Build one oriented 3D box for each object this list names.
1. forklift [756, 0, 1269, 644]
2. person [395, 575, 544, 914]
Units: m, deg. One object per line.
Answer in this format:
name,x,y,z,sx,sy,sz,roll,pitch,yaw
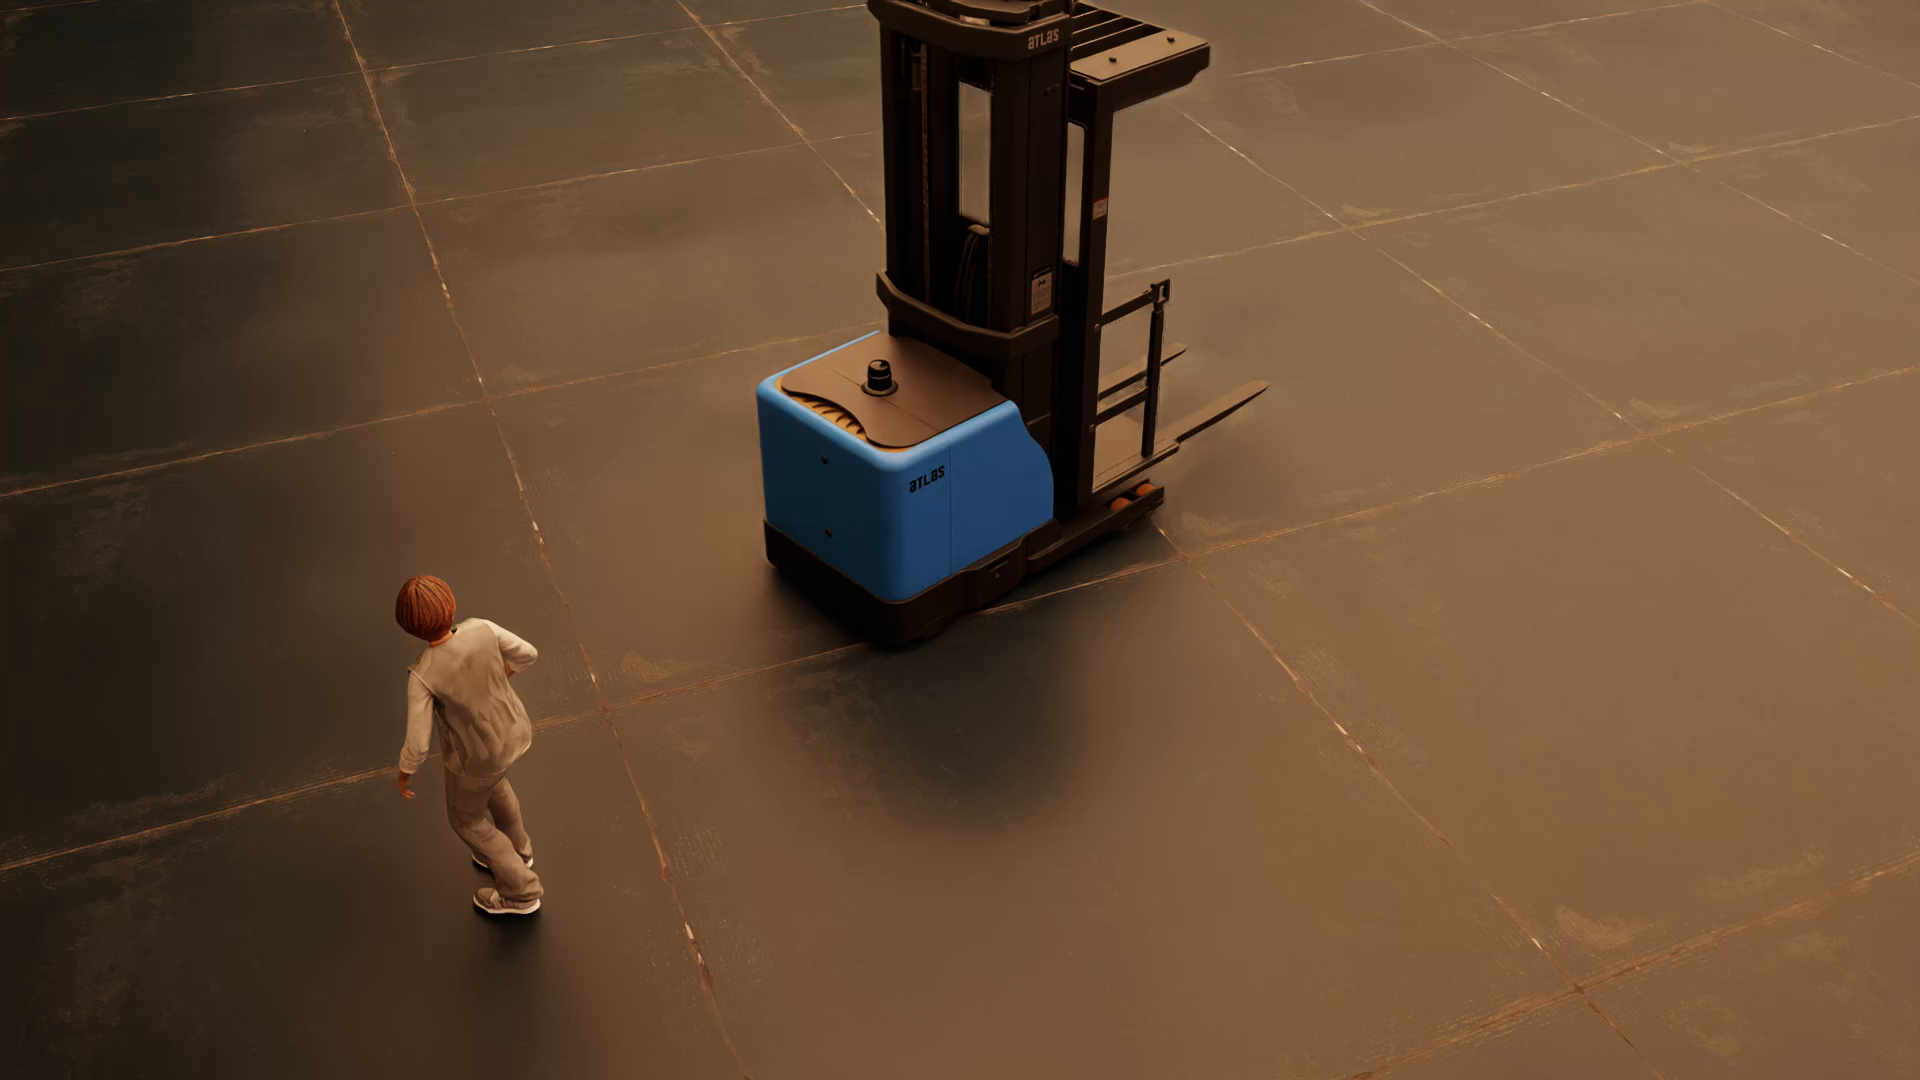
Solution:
forklift,0.439,-1.445,8.130,3.031,2.935,1.130,-29,44,-34
person,-1.844,0.778,6.192,0.444,1.570,0.614,15,38,20
